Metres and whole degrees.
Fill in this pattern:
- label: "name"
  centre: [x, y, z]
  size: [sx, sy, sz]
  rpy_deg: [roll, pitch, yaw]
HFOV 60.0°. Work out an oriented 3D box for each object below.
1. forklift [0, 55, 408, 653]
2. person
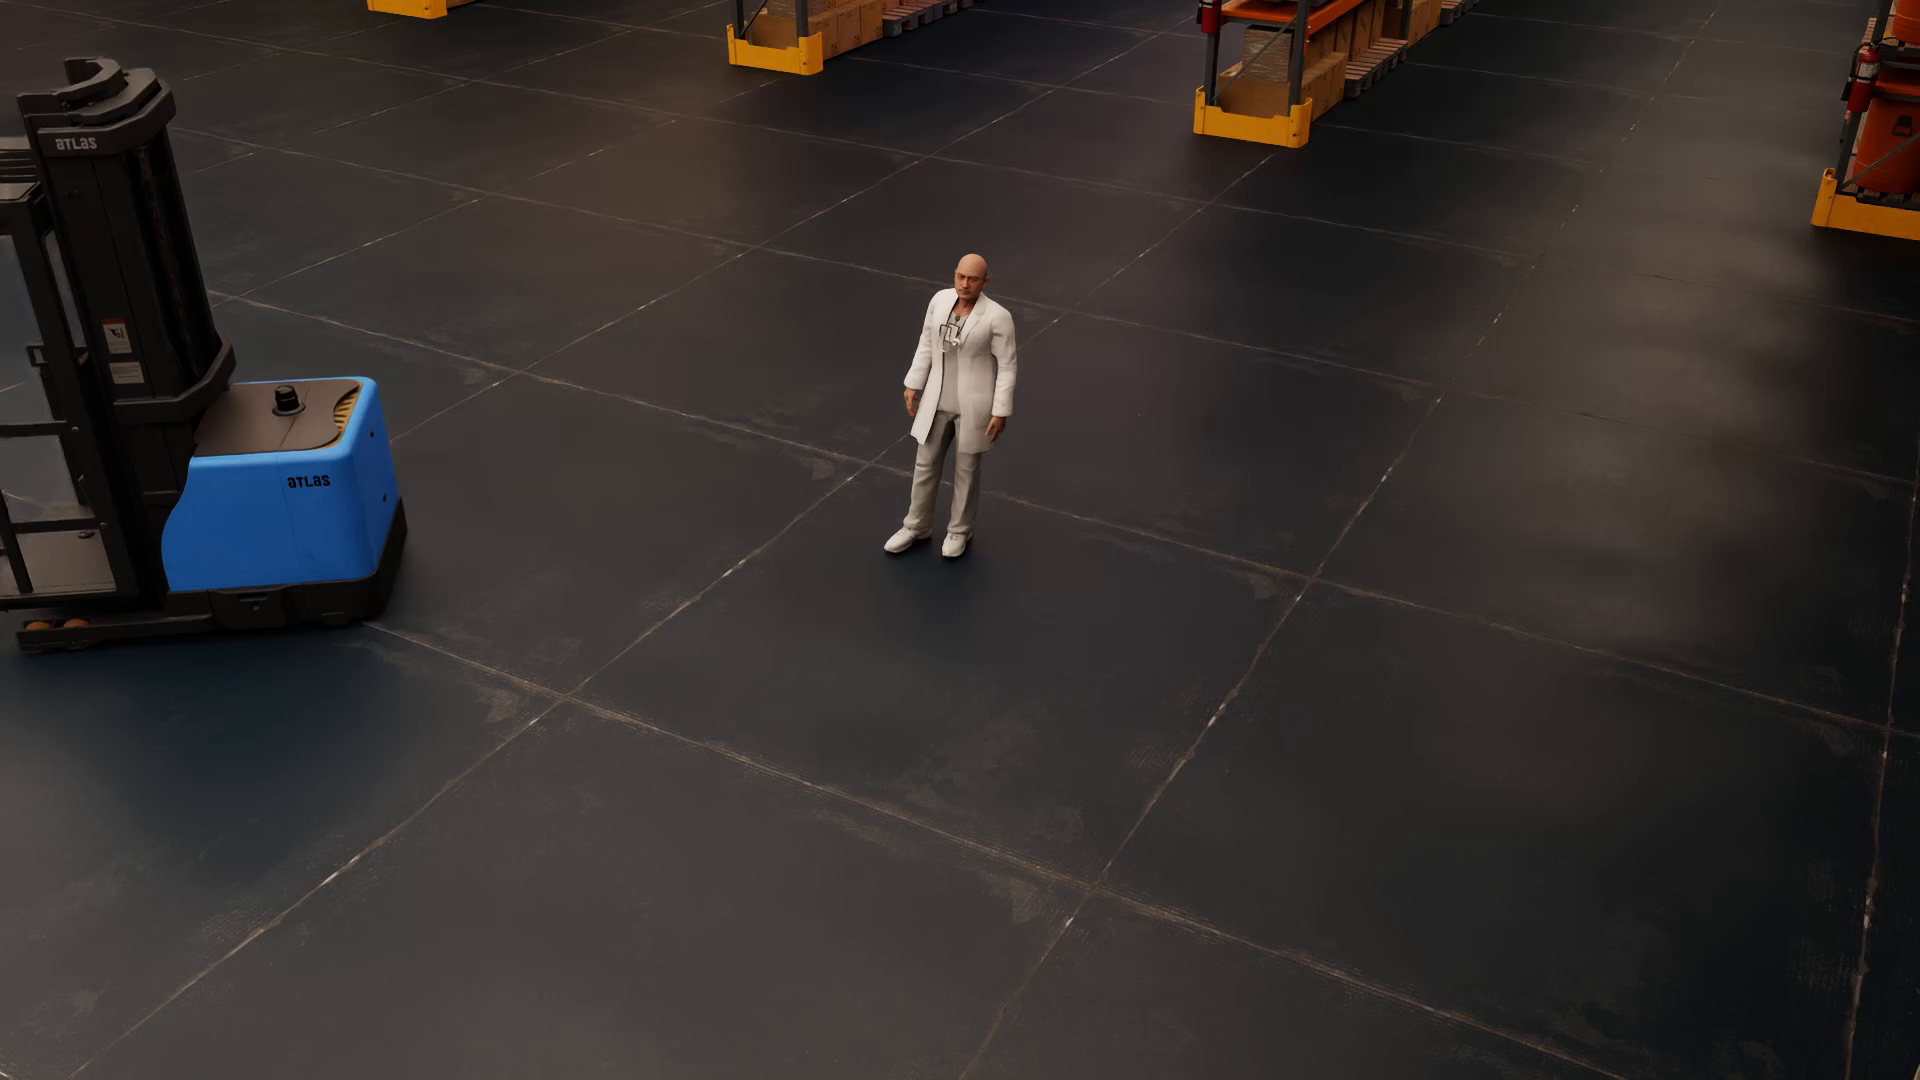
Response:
- label: "forklift"
  centre: [-4.746, -0.944, 8.706]
  size: [3.031, 2.935, 1.130]
  rpy_deg: [-4, 30, -7]
- label: "person"
  centre: [-0.048, -0.737, 9.487]
  size: [0.698, 1.777, 0.578]
  rpy_deg: [15, 33, 25]
